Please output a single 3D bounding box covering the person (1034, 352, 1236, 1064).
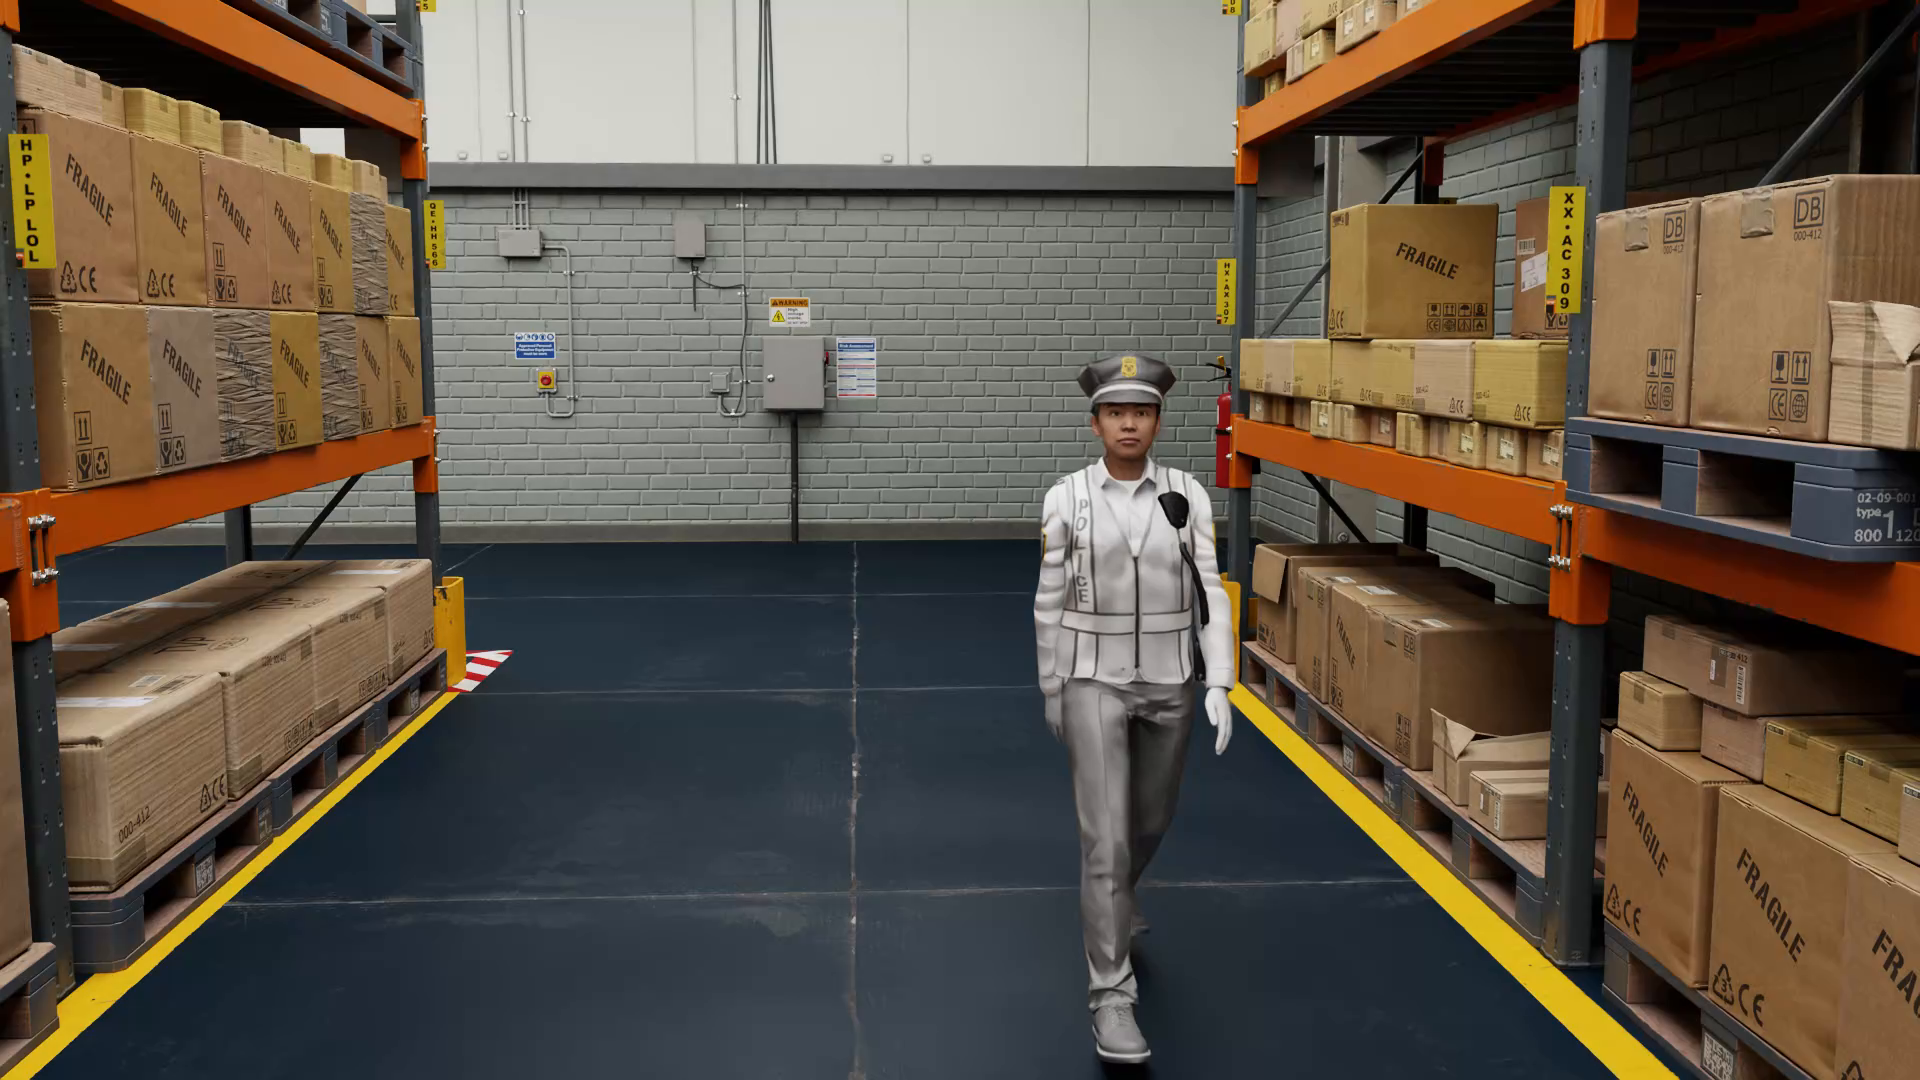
[{"bbox_3d":[0.441,0.354,4.184,0.481,1.643,0.972,-1,7,-7],"label":"person"}]
